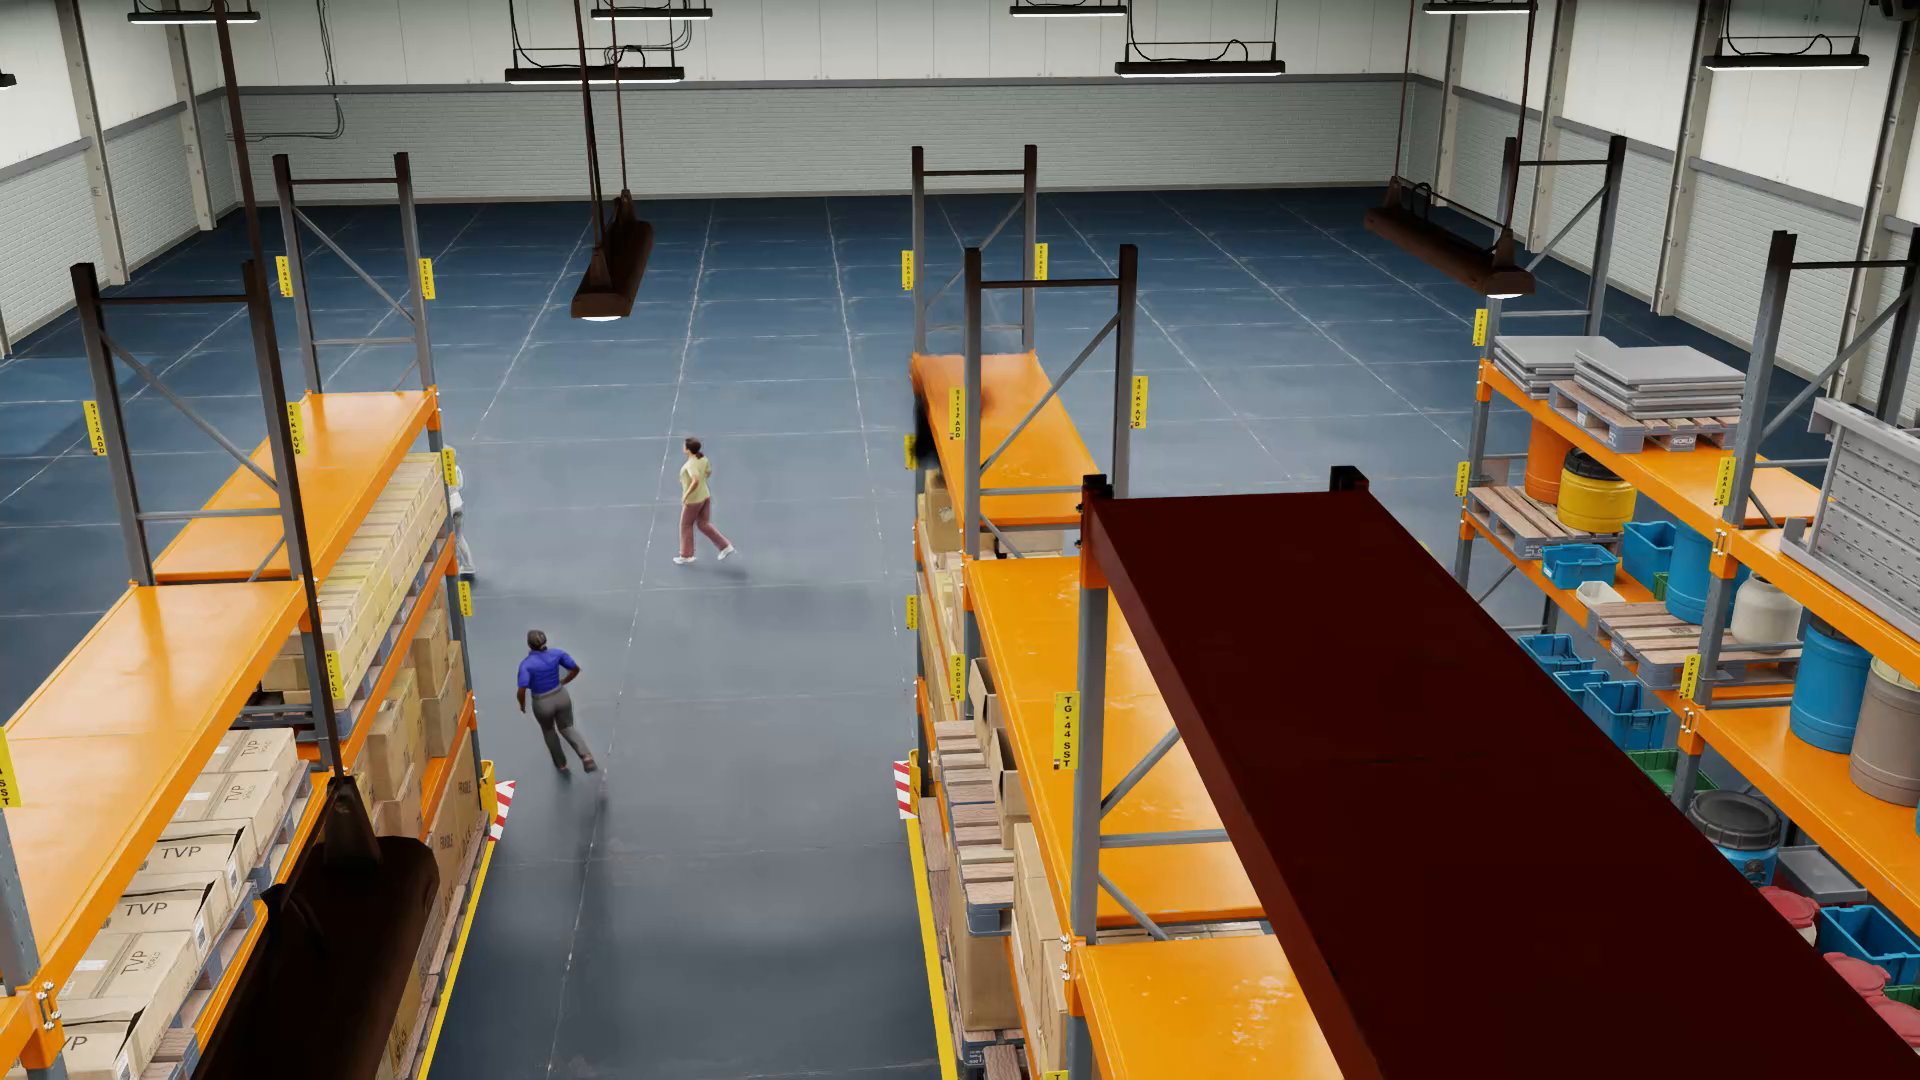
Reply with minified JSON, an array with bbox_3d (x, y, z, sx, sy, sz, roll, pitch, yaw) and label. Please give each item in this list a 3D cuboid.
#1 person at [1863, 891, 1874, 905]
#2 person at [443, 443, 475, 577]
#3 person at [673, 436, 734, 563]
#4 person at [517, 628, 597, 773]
[{"bbox_3d":[6.890,2.563,12.772,0.685,1.815,0.746,-6,22,-14],"label":"person"},{"bbox_3d":[-6.277,-0.350,20.276,0.674,1.709,0.628,14,25,31],"label":"person"},{"bbox_3d":[-3.224,-0.464,20.554,0.846,1.686,0.597,9,23,21],"label":"person"},{"bbox_3d":[-3.860,1.545,15.579,0.643,1.605,0.765,-16,26,-34],"label":"person"}]
